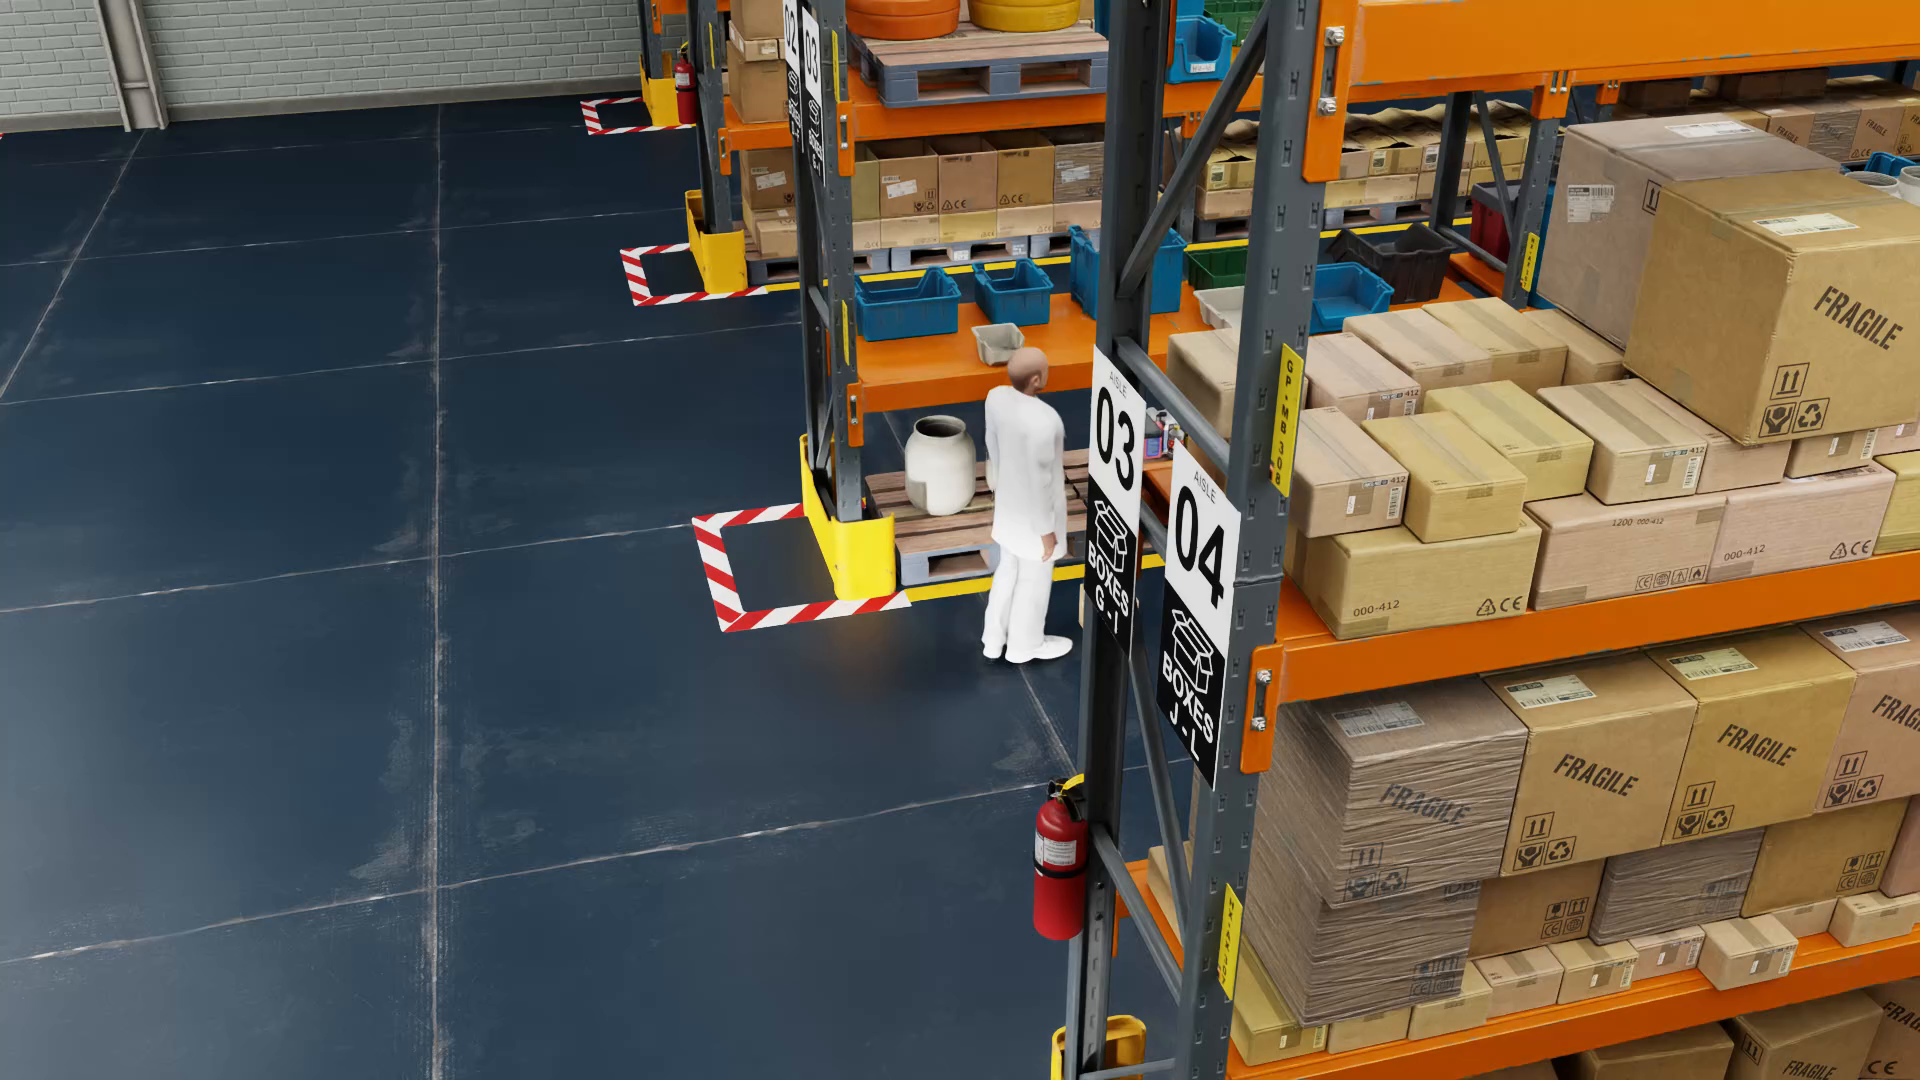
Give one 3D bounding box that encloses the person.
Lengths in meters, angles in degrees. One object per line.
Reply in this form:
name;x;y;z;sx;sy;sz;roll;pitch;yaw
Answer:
person;0.338;-0.179;8.536;0.464;1.774;0.646;-16;34;-26
